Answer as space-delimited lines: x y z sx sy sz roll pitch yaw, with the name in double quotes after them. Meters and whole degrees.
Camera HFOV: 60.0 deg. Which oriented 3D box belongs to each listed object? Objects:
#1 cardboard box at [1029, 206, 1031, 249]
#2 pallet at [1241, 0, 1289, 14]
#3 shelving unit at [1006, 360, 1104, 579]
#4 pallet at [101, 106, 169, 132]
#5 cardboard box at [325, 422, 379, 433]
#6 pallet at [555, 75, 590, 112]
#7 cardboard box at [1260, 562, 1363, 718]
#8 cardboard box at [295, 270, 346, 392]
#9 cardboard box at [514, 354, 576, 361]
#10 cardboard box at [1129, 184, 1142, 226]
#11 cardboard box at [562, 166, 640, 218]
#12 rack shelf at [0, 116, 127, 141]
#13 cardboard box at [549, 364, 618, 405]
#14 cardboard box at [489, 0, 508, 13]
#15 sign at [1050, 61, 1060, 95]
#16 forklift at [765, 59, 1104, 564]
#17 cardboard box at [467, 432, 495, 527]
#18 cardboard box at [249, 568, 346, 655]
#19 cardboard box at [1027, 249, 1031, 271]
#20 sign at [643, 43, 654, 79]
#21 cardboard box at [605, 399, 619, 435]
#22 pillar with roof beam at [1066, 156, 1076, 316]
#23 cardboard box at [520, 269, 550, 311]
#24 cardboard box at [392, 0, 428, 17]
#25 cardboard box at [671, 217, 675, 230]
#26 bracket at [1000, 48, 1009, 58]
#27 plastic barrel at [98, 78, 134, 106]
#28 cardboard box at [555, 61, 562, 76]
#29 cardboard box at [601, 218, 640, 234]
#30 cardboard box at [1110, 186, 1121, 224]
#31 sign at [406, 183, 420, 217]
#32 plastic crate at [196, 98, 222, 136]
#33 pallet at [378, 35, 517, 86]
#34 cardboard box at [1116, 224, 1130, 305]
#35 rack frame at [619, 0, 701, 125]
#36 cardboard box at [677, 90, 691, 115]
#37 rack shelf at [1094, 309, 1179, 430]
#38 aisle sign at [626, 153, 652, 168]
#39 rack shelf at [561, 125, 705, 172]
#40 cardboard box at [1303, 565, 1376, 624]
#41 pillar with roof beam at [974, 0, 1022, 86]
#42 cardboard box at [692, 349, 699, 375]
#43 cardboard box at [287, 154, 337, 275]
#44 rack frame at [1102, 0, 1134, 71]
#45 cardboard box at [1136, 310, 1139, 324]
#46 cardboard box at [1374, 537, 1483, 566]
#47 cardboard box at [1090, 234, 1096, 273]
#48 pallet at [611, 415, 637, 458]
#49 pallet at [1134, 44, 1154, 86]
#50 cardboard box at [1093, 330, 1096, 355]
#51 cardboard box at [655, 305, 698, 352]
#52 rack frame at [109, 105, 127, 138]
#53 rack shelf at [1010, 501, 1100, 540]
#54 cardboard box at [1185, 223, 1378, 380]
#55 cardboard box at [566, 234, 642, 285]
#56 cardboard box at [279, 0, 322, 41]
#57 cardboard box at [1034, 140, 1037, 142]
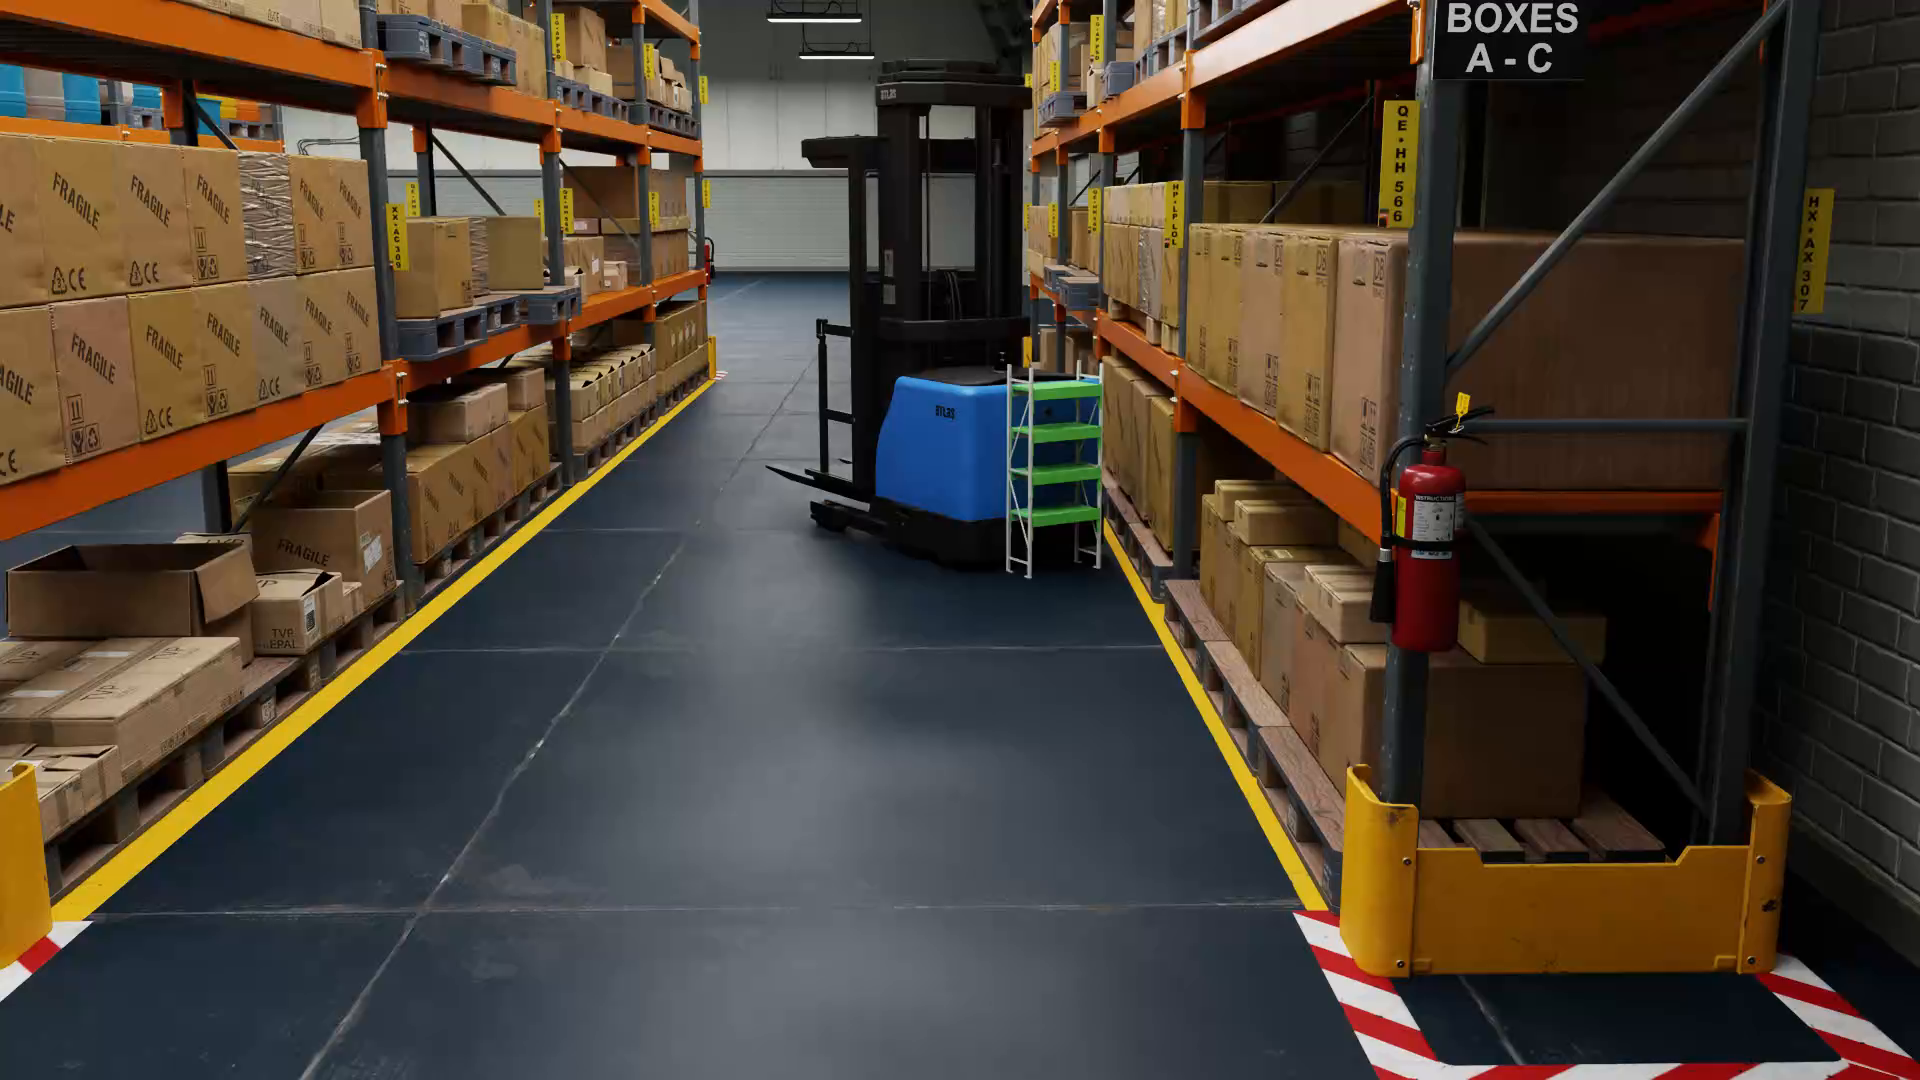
1.077 -3.690 19.643 0.500 0.500 0.500 0 11 -1 "cardboard box"
1.645 -2.119 6.137 1.003 0.211 1.213 0 11 -1 "pallet"
0.545 -0.413 9.578 0.503 1.200 0.258 -7 13 -31 "shelving unit"
-8.567 -4.167 16.484 1.213 0.211 1.003 0 11 -1 "pallet"
-3.658 -0.462 10.473 0.500 0.500 0.500 -1 11 -3 "cardboard box"
-3.523 -3.383 12.619 1.213 0.211 1.003 0 11 1 "pallet"
1.563 0.380 6.375 0.700 0.500 0.500 -1 11 -3 "cardboard box"
-3.058 -0.924 7.317 0.500 0.500 0.500 0 11 0 "cardboard box"
-3.725 -1.513 14.923 0.500 0.311 0.500 -1 11 -3 "cardboard box"
1.328 -2.065 10.257 0.500 0.250 0.500 0 11 -2 "cardboard box"
-3.517 -3.439 16.451 0.700 0.500 0.500 0 11 -1 "cardboard box"
-8.413 -3.366 13.872 1.077 0.370 4.000 0 11 -1 "rack shelf"
-3.164 -1.315 13.945 0.500 0.311 0.500 -1 11 -3 "cardboard box"
-3.417 -3.793 11.401 0.500 0.500 0.500 0 11 -1 "cardboard box"
0.908 -4.407 15.891 0.100 0.325 0.005 0 11 -1 "sign"
-0.334 -1.542 10.790 1.130 2.935 3.031 -7 13 -31 "forklift"
-3.128 -0.369 10.012 0.500 0.500 0.500 0 11 0 "cardboard box"
-3.026 0.288 7.253 0.500 0.311 0.500 0 11 -1 "cardboard box"
1.061 -3.320 19.707 0.500 0.250 0.500 -1 11 -3 "cardboard box"
-2.960 -4.548 15.795 0.100 0.325 0.005 0 11 -1 "sign"
-3.165 -1.038 13.988 0.500 0.250 0.500 -1 11 -3 "cardboard box"
-2.305 -8.654 30.584 9.100 9.000 0.400 0 11 -1 "pillar with roof beam"
-3.383 -1.900 12.602 0.500 0.311 0.500 0 11 2 "cardboard box"
-3.310 -3.083 9.106 0.600 0.600 0.600 0 11 -2 "cardboard box"
-3.358 -3.495 18.361 0.380 0.149 0.250 0 11 0 "cardboard box"
1.281 -13.930 47.537 0.235 0.232 0.430 0 11 -1 "bracket"
-8.267 -4.463 16.133 0.421 0.512 0.421 0 11 0 "plastic barrel"
-3.514 -3.781 13.428 0.500 0.250 0.500 0 11 -2 "cardboard box"
-3.314 -3.087 16.348 0.380 0.149 0.250 0 11 -1 "cardboard box"
1.297 -2.266 11.247 0.500 0.250 0.500 0 11 -2 "cardboard box"
-3.974 -2.435 12.106 0.100 0.325 0.005 0 11 -1 "sign"
-8.197 -4.526 17.819 0.392 0.384 0.575 0 11 -1 "plastic crate"
-3.304 -2.790 9.693 1.213 0.211 1.003 0 11 -1 "pallet"
1.298 -1.796 10.817 0.500 0.500 0.500 0 11 -1 "cardboard box"
-3.585 -6.401 19.478 1.000 3.000 0.127 0 11 -1 "rack frame"
-3.297 -4.904 18.612 0.500 0.250 0.500 0 11 -1 "cardboard box"
1.575 -1.142 10.452 1.077 0.370 4.000 0 11 -1 "rack shelf"
-3.892 -4.747 19.874 0.394 0.787 0.004 0 11 -1 "aisle sign"
-3.543 -4.181 17.888 1.077 0.370 4.000 0 11 -1 "rack shelf"
1.393 0.185 5.700 0.380 0.149 0.250 0 11 0 "cardboard box"
-2.677 -12.232 48.221 9.100 9.000 0.548 0 11 -1 "pillar with roof beam"
-3.244 -2.015 18.807 0.500 0.250 0.500 0 11 -1 "cardboard box"
-3.054 -1.413 7.215 0.500 0.500 0.500 0 11 -2 "cardboard box"
1.533 -4.832 11.743 1.000 3.000 0.127 0 11 -1 "rack frame"
1.368 -1.508 11.028 0.380 0.149 0.250 0 11 0 "cardboard box"
1.765 0.084 6.200 0.380 0.149 0.250 0 11 0 "cardboard box"
1.466 -2.497 13.967 0.700 0.500 0.500 0 11 -1 "cardboard box"
-3.420 -0.910 14.513 1.003 0.211 1.213 0 11 -1 "pallet"
1.626 -2.919 10.335 1.003 0.211 1.213 0 11 1 "pallet"
1.495 -1.811 15.237 0.500 0.250 0.500 0 11 -2 "cardboard box"
-3.241 -2.383 18.732 0.500 0.500 0.500 0 11 -1 "cardboard box"
-8.454 -2.646 16.058 1.000 3.000 0.127 0 11 -1 "rack frame"
0.545 -0.115 9.639 0.480 0.148 0.258 -7 13 -31 "rack shelf"
1.611 -1.136 7.859 0.980 0.700 0.700 0 11 0 "cardboard box"
-3.517 -2.803 16.580 0.700 0.500 0.500 -1 11 -3 "cardboard box"
-3.061 -2.277 7.072 0.500 0.250 0.500 0 11 -1 "cardboard box"
1.125 -4.943 19.535 0.500 0.500 0.500 0 11 0 "cardboard box"
